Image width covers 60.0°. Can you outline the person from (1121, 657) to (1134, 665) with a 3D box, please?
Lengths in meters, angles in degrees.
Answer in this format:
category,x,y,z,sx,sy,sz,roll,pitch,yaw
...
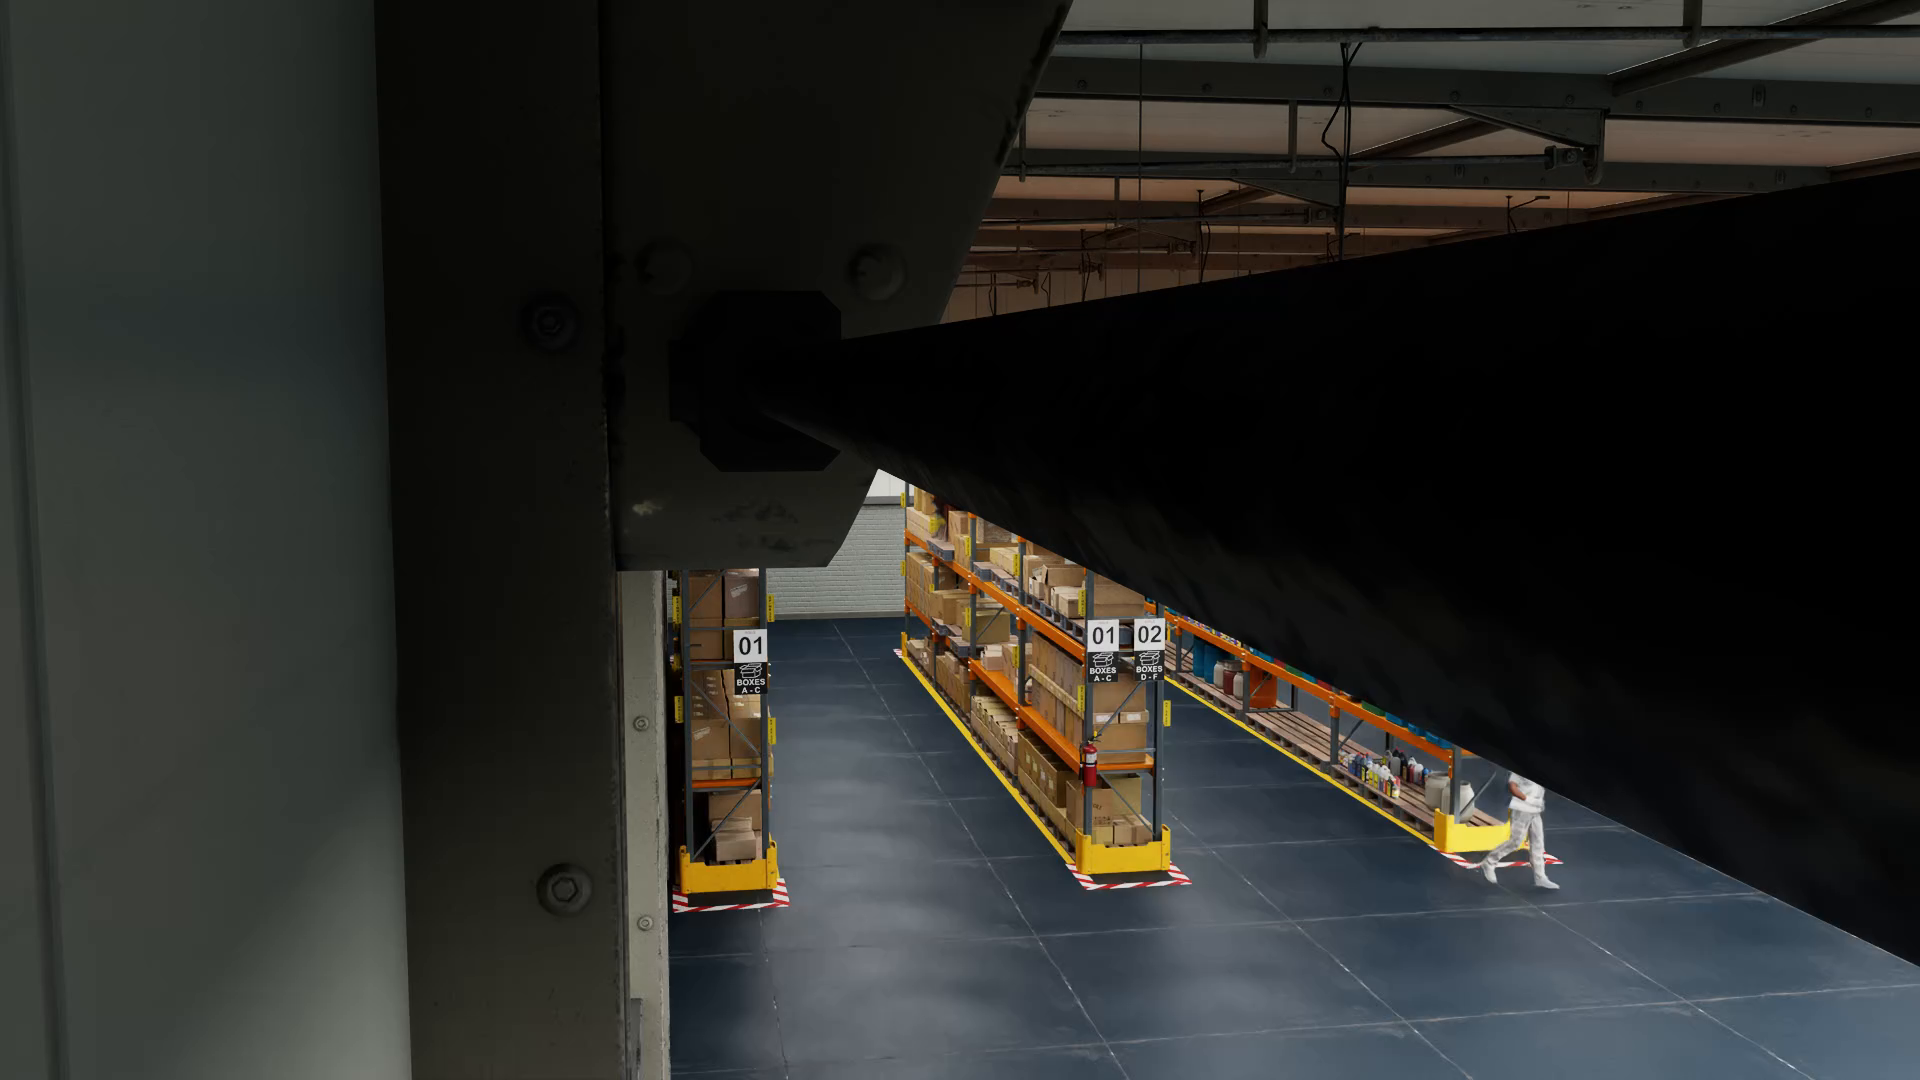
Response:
category,x,y,z,sx,sy,sz,roll,pitch,yaw
person,2.960,2.480,29.128,0.529,1.700,0.722,-2,6,-20

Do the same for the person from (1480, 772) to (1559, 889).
category,x,y,z,sx,sy,sz,roll,pitch,yaw
person,6.951,3.320,20.353,0.941,1.758,0.747,5,8,39
